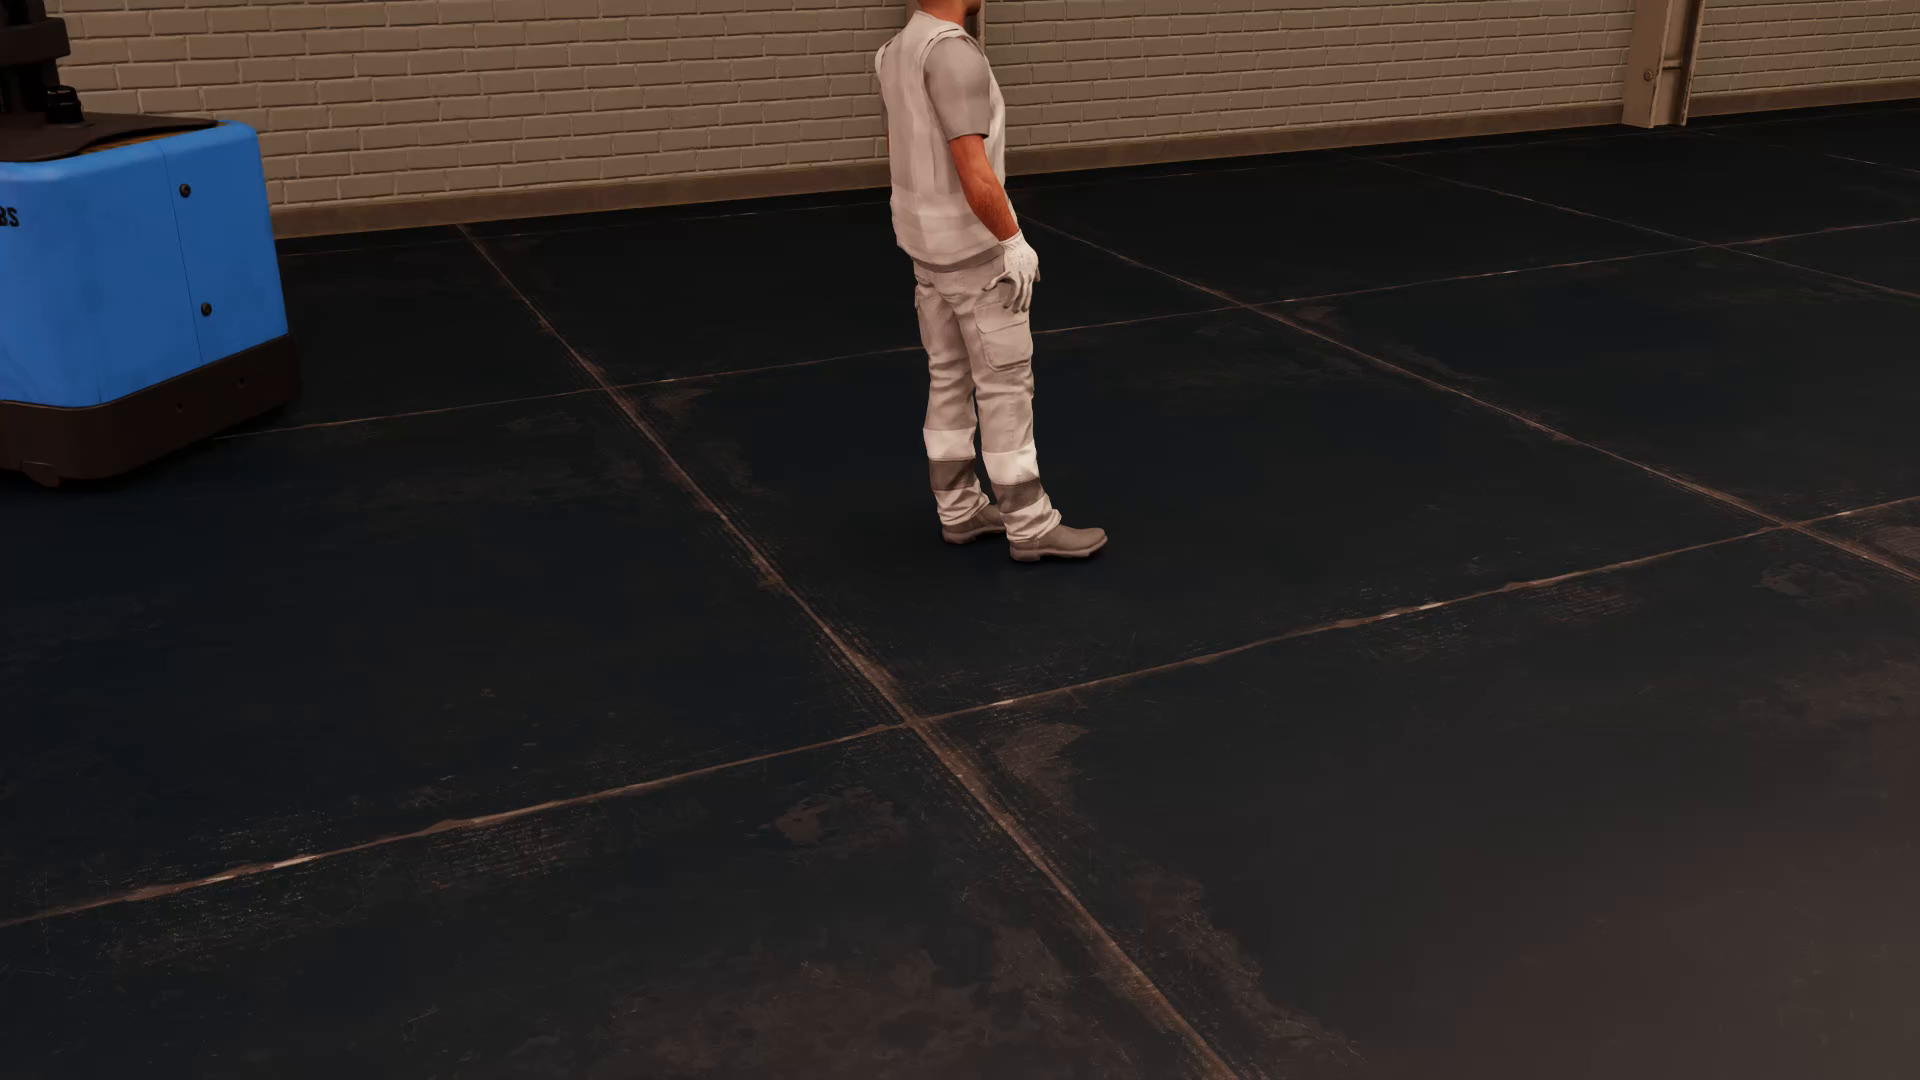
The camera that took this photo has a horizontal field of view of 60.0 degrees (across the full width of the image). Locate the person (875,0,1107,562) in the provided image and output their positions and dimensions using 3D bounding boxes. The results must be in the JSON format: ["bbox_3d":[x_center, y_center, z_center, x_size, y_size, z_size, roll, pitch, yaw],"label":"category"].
[{"bbox_3d":[0.078,-0.842,4.784,0.562,1.789,0.638,-10,25,-23],"label":"person"}]

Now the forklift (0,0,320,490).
[{"bbox_3d":[-3.968,-1.836,5.705,3.031,2.935,1.130,7,24,17],"label":"forklift"}]
